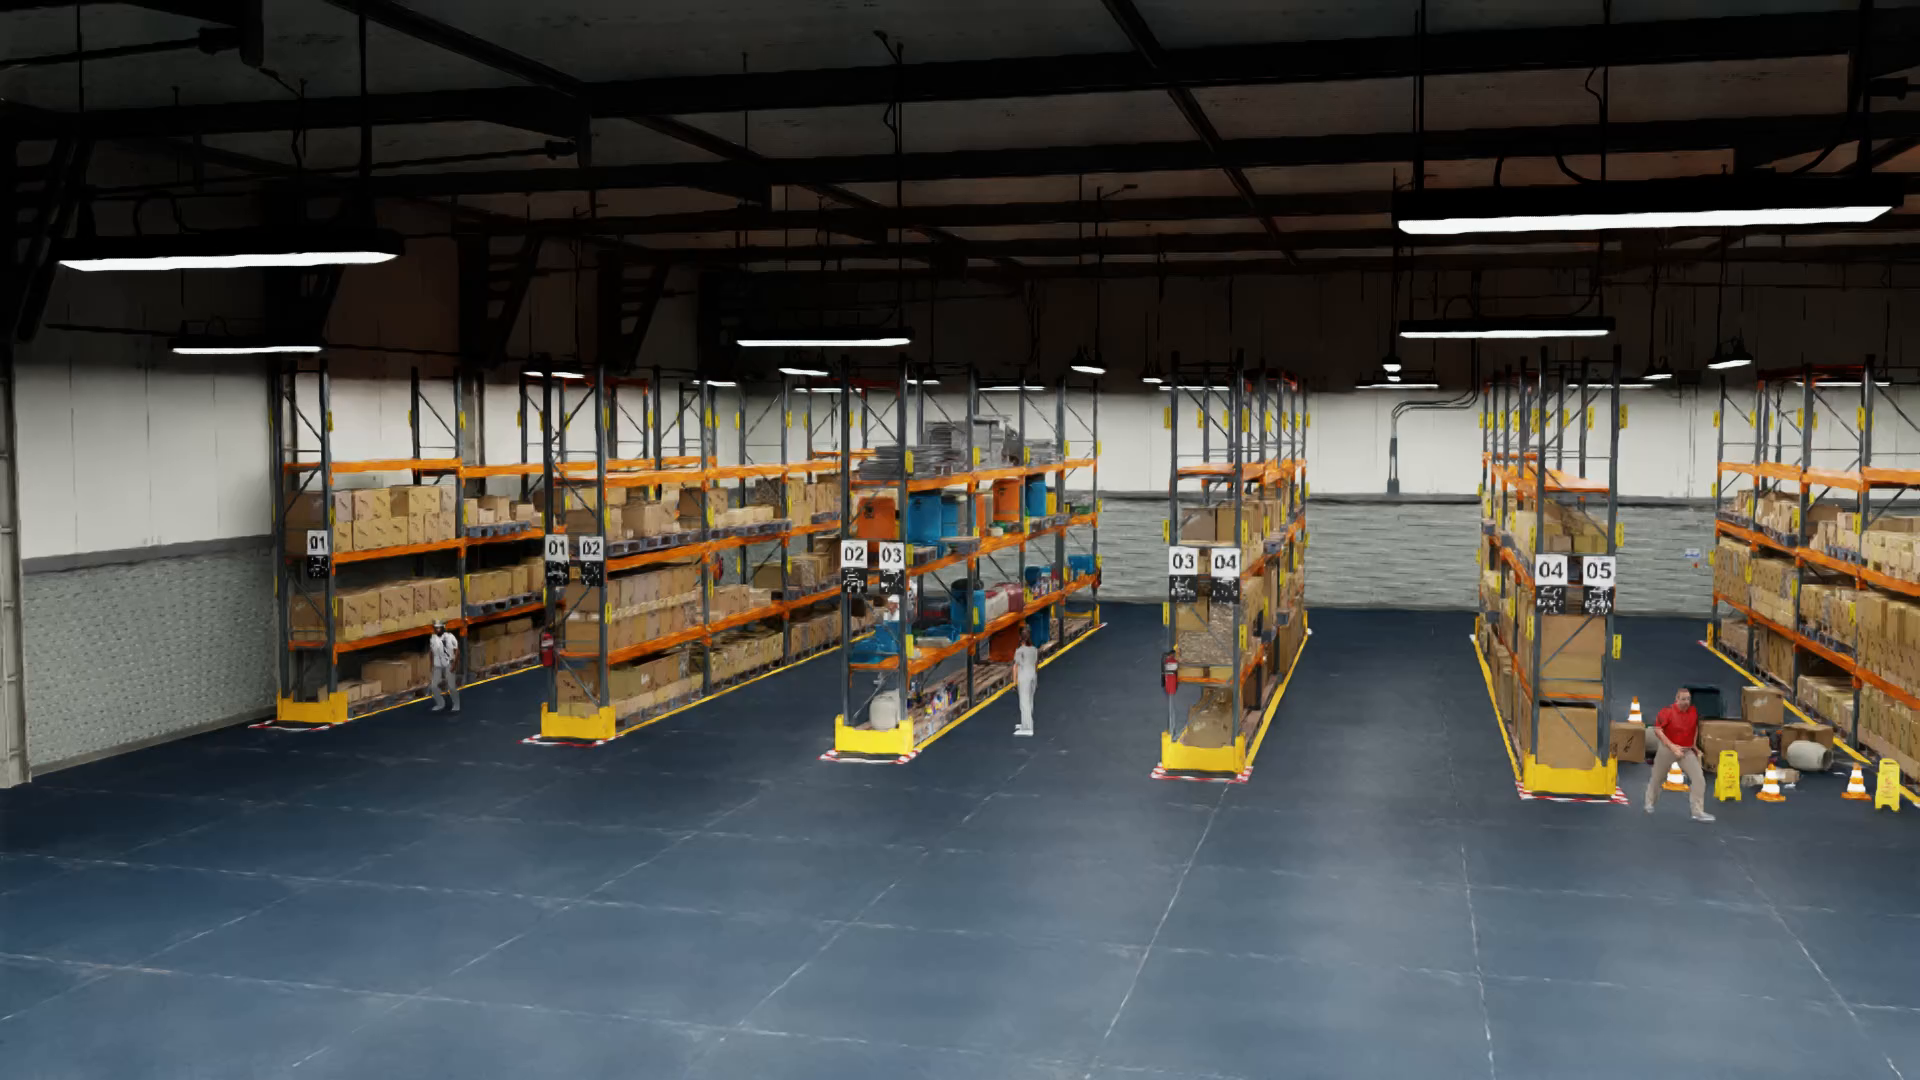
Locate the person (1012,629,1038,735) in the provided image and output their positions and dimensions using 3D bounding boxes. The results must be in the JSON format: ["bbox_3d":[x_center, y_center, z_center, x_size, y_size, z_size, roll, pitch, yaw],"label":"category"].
[{"bbox_3d":[1.025,2.243,26.541,0.563,1.668,0.569,-4,6,-43],"label":"person"}]

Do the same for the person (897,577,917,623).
[{"bbox_3d":[-1.160,1.494,36.812,0.554,1.712,1.040,1,4,14],"label":"person"}]

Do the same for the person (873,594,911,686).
[{"bbox_3d":[-1.242,1.881,31.390,0.539,1.715,1.031,2,5,24],"label":"person"}]

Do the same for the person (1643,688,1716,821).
[{"bbox_3d":[9.031,2.658,20.932,0.700,1.659,0.863,0,4,-2],"label":"person"}]

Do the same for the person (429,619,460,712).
[{"bbox_3d":[-8.856,2.146,28.557,0.592,1.625,0.513,1,4,13],"label":"person"}]
